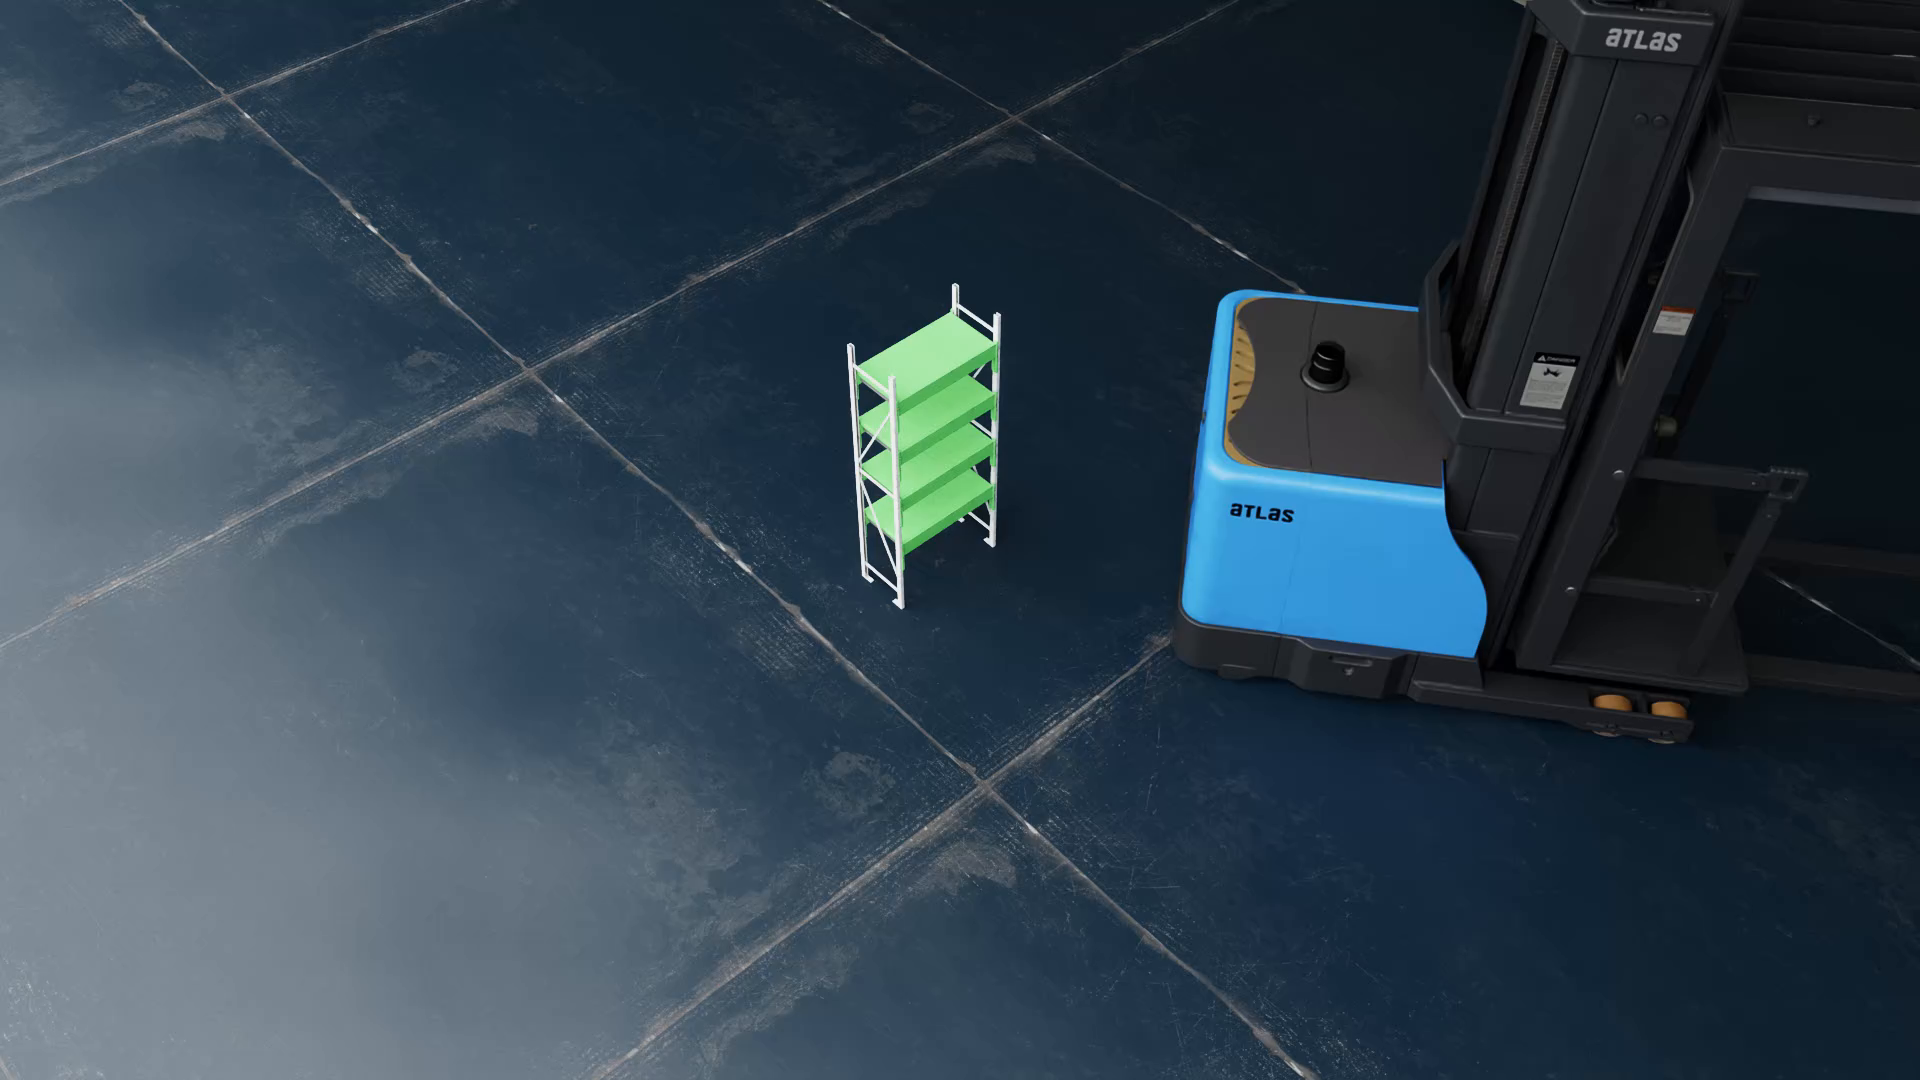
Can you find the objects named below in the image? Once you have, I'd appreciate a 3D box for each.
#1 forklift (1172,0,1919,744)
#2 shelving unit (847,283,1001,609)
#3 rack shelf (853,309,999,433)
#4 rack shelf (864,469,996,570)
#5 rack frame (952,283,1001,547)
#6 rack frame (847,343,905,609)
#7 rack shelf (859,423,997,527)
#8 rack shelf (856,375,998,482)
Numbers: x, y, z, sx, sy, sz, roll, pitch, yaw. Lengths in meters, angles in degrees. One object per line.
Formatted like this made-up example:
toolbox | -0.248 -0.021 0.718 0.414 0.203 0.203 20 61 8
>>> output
forklift | 2.366 -0.676 5.379 3.031 2.935 1.130 7 48 6
shelving unit | -0.122 -0.325 6.234 0.503 1.200 0.258 -34 56 -27
rack shelf | -0.122 -0.607 5.928 0.480 0.148 0.258 -34 56 -27
rack shelf | -0.122 -0.119 6.457 0.480 0.148 0.258 -34 56 -27
rack frame | 0.058 -0.446 6.345 0.015 1.200 0.240 -34 56 -27
rack frame | -0.303 -0.204 6.122 0.015 1.200 0.240 -34 56 -27
rack shelf | -0.122 -0.282 6.280 0.480 0.148 0.258 -34 56 -27
rack shelf | -0.122 -0.444 6.104 0.480 0.148 0.258 -34 56 -27
